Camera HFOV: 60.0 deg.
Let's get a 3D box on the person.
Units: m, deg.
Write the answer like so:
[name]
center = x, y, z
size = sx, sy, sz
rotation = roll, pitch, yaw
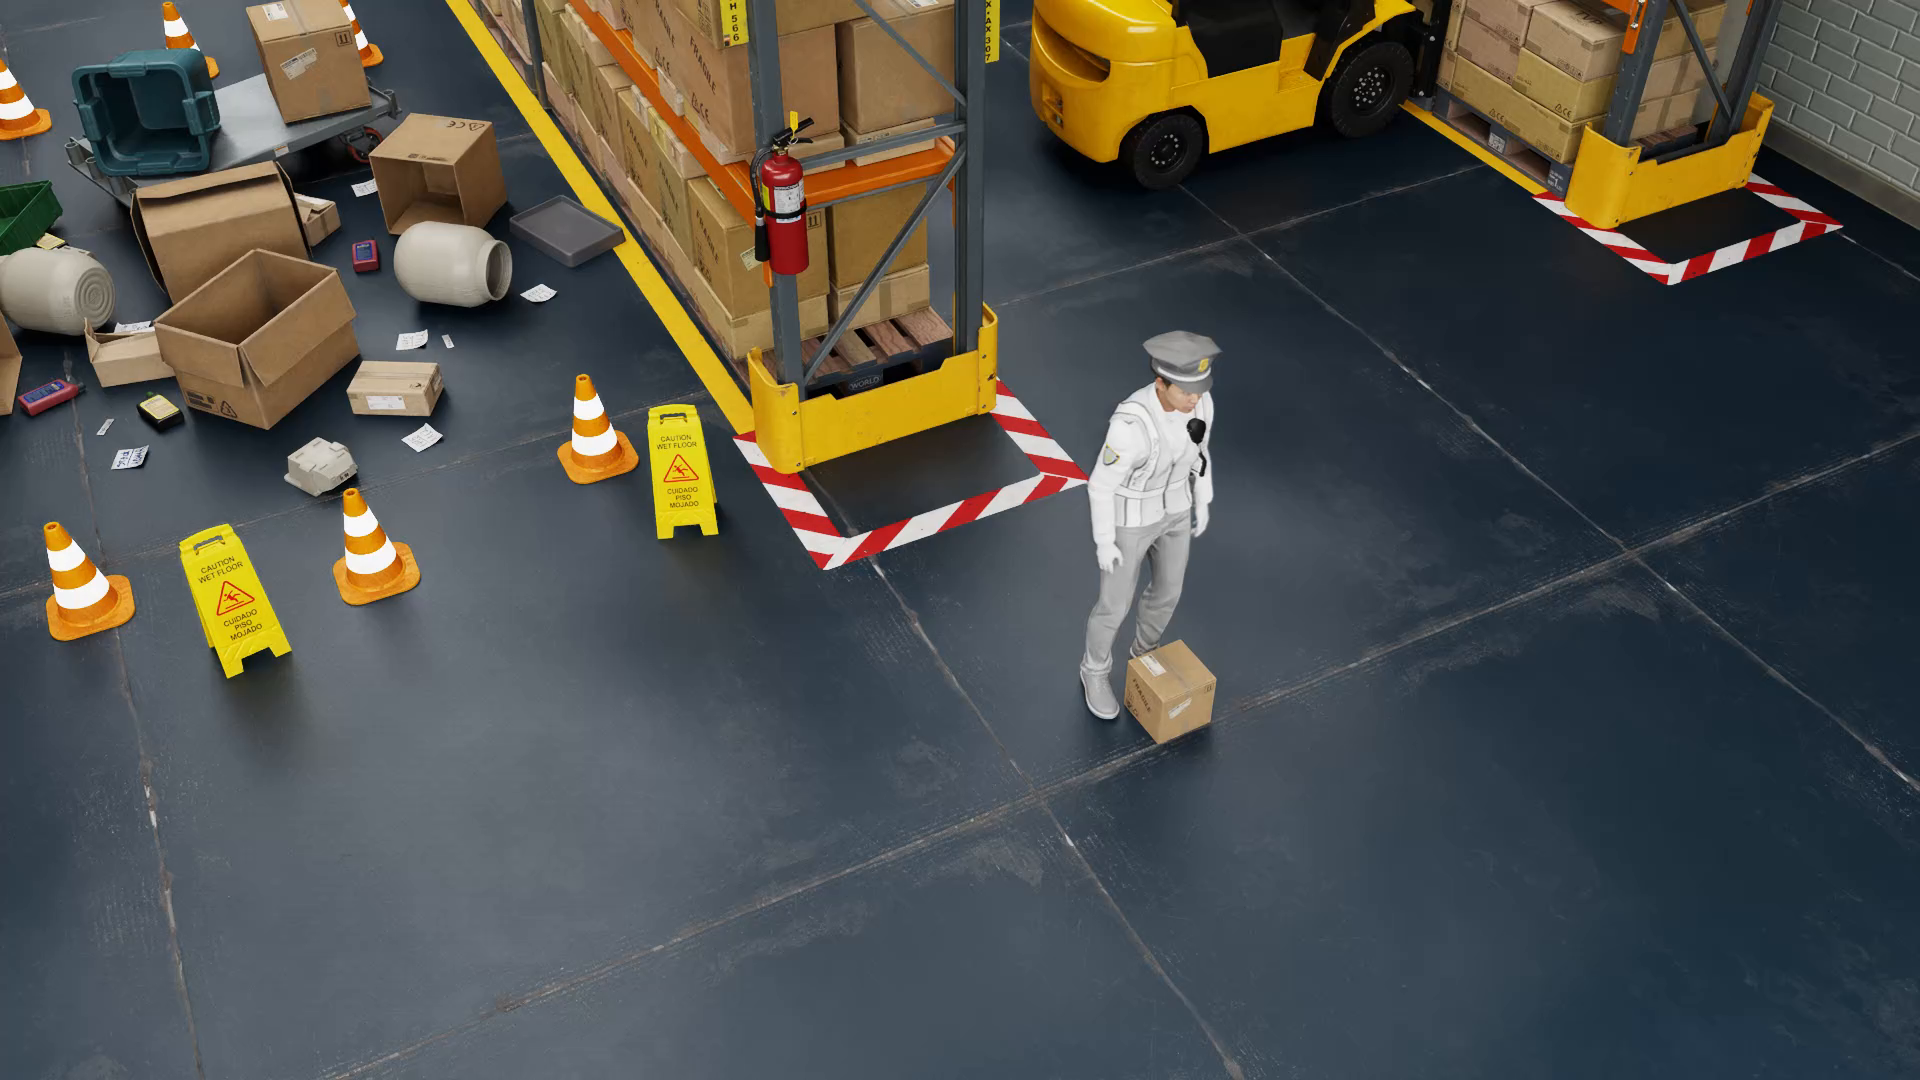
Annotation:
[person]
center = 0.715, -0.075, 6.239
size = 0.547, 1.666, 0.372
rotation = -21, 46, -22
